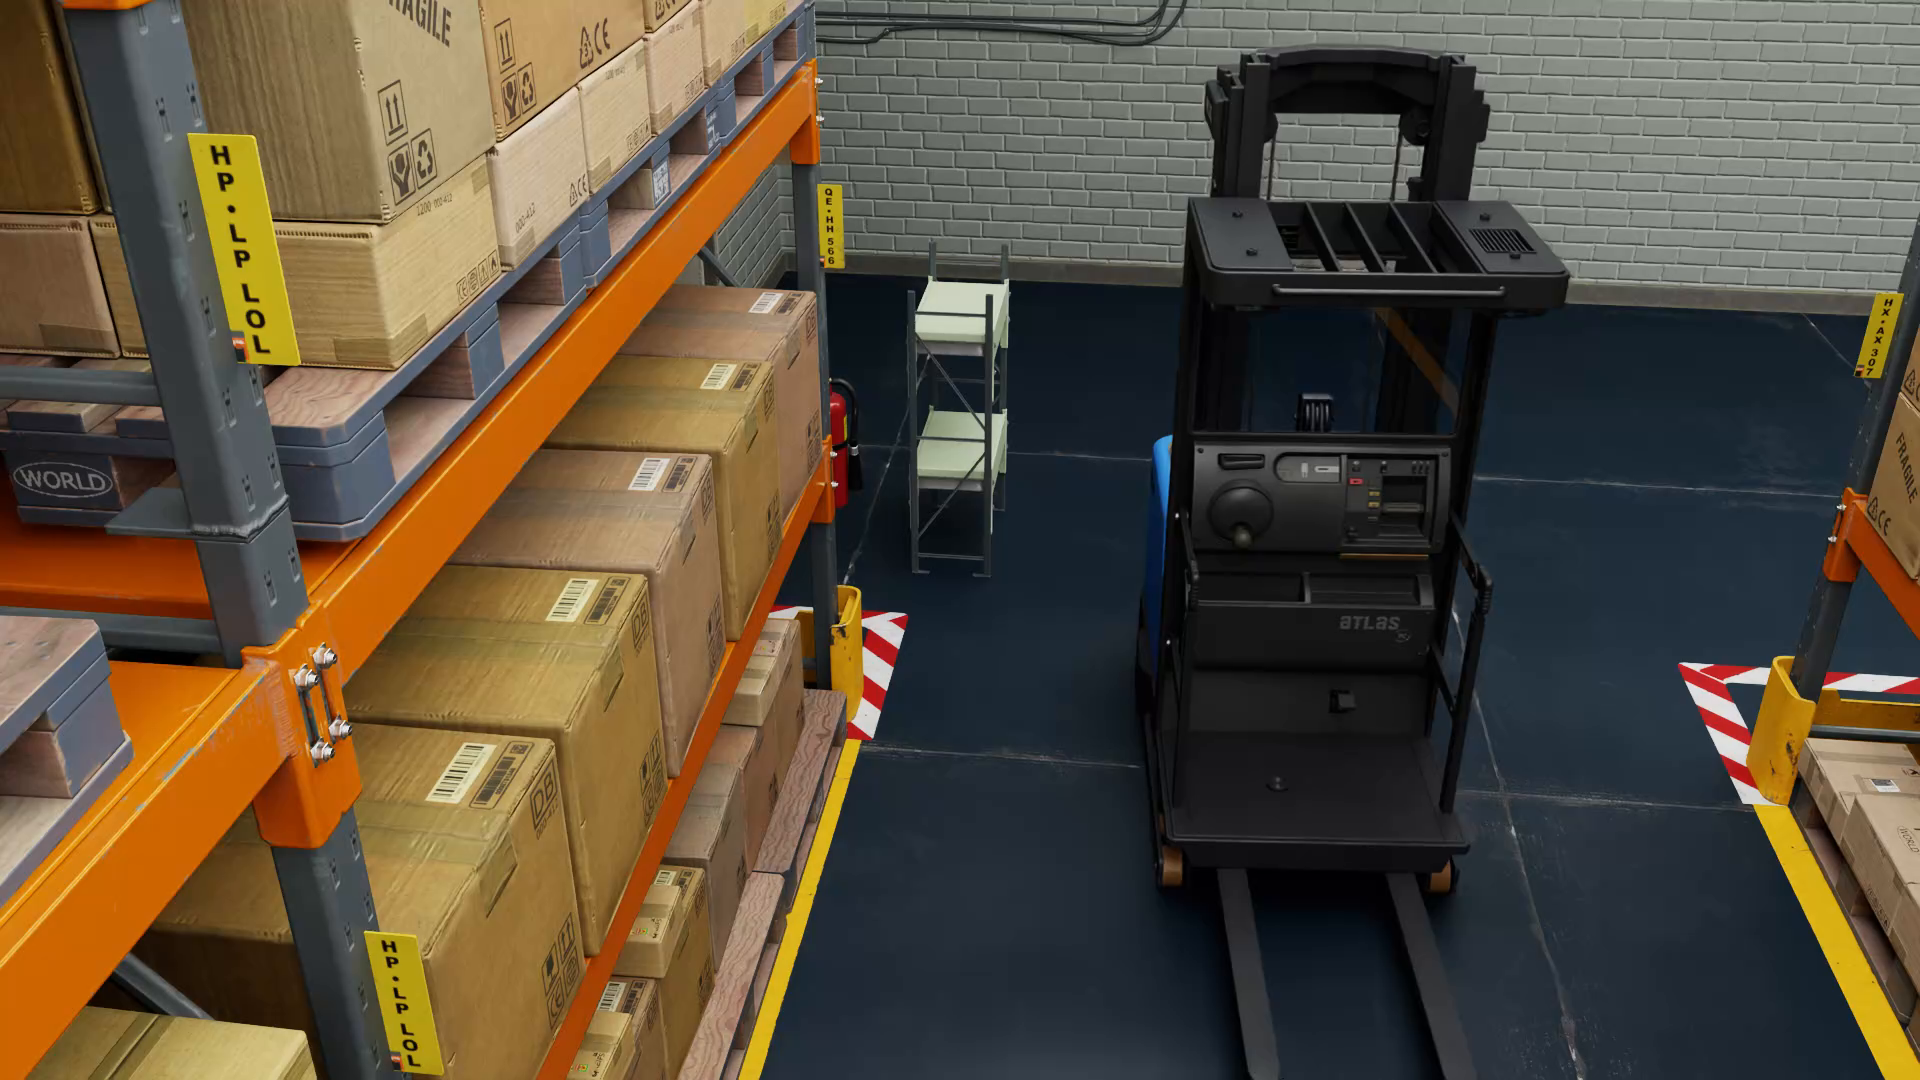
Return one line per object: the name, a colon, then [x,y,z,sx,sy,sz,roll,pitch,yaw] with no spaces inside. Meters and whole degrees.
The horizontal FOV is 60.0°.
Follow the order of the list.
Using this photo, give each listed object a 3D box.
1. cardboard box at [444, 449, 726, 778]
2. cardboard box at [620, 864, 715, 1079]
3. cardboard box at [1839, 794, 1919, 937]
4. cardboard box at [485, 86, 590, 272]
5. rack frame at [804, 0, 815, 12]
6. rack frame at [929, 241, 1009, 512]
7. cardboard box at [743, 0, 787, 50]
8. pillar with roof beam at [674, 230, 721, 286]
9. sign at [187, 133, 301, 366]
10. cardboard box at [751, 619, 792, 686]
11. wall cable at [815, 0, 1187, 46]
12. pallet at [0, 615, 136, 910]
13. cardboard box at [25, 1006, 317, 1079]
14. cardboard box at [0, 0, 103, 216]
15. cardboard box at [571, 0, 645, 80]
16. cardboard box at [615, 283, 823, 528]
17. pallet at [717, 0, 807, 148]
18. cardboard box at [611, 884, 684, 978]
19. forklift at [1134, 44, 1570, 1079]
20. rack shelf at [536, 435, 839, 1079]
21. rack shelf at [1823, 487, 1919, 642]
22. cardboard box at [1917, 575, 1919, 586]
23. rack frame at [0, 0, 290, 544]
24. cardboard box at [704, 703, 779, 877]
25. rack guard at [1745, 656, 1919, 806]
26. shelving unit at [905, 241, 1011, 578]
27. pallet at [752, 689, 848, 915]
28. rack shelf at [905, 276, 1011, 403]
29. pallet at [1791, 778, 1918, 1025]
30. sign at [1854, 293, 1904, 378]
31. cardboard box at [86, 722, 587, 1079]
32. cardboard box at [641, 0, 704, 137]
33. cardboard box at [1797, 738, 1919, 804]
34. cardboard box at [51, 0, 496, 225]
cardboard box: [-1.264,0.194,4.911,0.980,0.700,0.700,2,28,4]
cardboard box: [-1.198,1.359,5.258,0.700,0.500,0.500,4,29,7]
cardboard box: [3.477,1.162,5.866,0.500,0.250,0.500,3,28,6]
cardboard box: [-1.098,-0.766,3.456,0.500,0.250,0.500,3,28,5]
rack frame: [-1.031,-3.257,5.308,1.000,3.000,0.127,3,28,6]
rack frame: [0.044,-0.829,8.708,0.400,1.500,0.023,3,28,6]
cardboard box: [-0.857,-1.739,5.263,0.500,0.250,0.500,4,29,8]
pillar with roof beam: [2.714,-4.328,7.296,9.100,9.000,0.400,3,28,6]
sign: [-0.981,-0.393,2.277,0.100,0.325,0.005,3,28,6]
cardboard box: [-0.852,0.420,6.316,0.380,0.149,0.250,3,28,6]
wall cable: [0.017,-4.532,10.948,3.097,2.526,0.112,3,28,6]
pallet: [-1.584,0.465,1.763,0.805,0.209,1.217,2,28,4]
cardboard box: [-1.324,0.988,2.523,0.500,0.250,0.500,4,29,7]
cardboard box: [-1.667,-0.889,2.894,0.500,0.500,0.500,3,28,6]
cardboard box: [-1.043,-1.341,3.733,0.500,0.500,0.500,4,29,7]
cardboard box: [-1.083,-0.507,6.213,0.980,0.700,0.700,5,29,9]
pallet: [-1.111,-1.548,5.391,1.003,0.211,1.213,3,28,6]
cardboard box: [-1.041,1.154,4.953,0.380,0.149,0.250,3,28,5]
forklift: [1.307,-0.112,5.868,1.130,2.935,3.031,1,28,2]
rack shelf: [-1.276,0.642,5.154,1.077,0.370,4.000,3,28,6]
rack shelf: [3.641,0.928,4.623,1.077,0.370,4.000,3,28,6]
cardboard box: [3.512,0.063,5.365,0.500,0.500,0.500,3,28,6]
rack frame: [-1.521,-1.374,1.813,1.000,3.000,0.127,3,28,6]
cardboard box: [-1.079,0.870,6.165,0.700,0.500,0.500,3,28,6]
rack guard: [3.877,0.806,6.726,1.175,0.500,0.348,3,28,6]
shelving unit: [-0.001,-0.657,8.388,0.431,1.500,0.755,3,28,6]
pallet: [-1.051,0.993,6.685,1.003,0.211,1.213,3,28,6]
rack shelf: [-0.001,-1.001,8.203,0.431,0.370,0.720,3,28,6]
pallet: [3.780,1.309,6.098,1.003,0.211,1.213,3,28,6]
sign: [3.347,-0.742,6.053,0.100,0.325,0.005,3,28,6]
cardboard box: [-1.438,0.880,3.637,0.980,0.700,0.700,4,29,7]
cardboard box: [-0.979,-1.249,4.353,0.500,0.250,0.500,3,28,5]
cardboard box: [3.494,0.909,6.443,0.380,0.149,0.250,3,28,6]
cardboard box: [-1.155,-0.866,2.852,0.500,0.500,0.500,3,28,6]
